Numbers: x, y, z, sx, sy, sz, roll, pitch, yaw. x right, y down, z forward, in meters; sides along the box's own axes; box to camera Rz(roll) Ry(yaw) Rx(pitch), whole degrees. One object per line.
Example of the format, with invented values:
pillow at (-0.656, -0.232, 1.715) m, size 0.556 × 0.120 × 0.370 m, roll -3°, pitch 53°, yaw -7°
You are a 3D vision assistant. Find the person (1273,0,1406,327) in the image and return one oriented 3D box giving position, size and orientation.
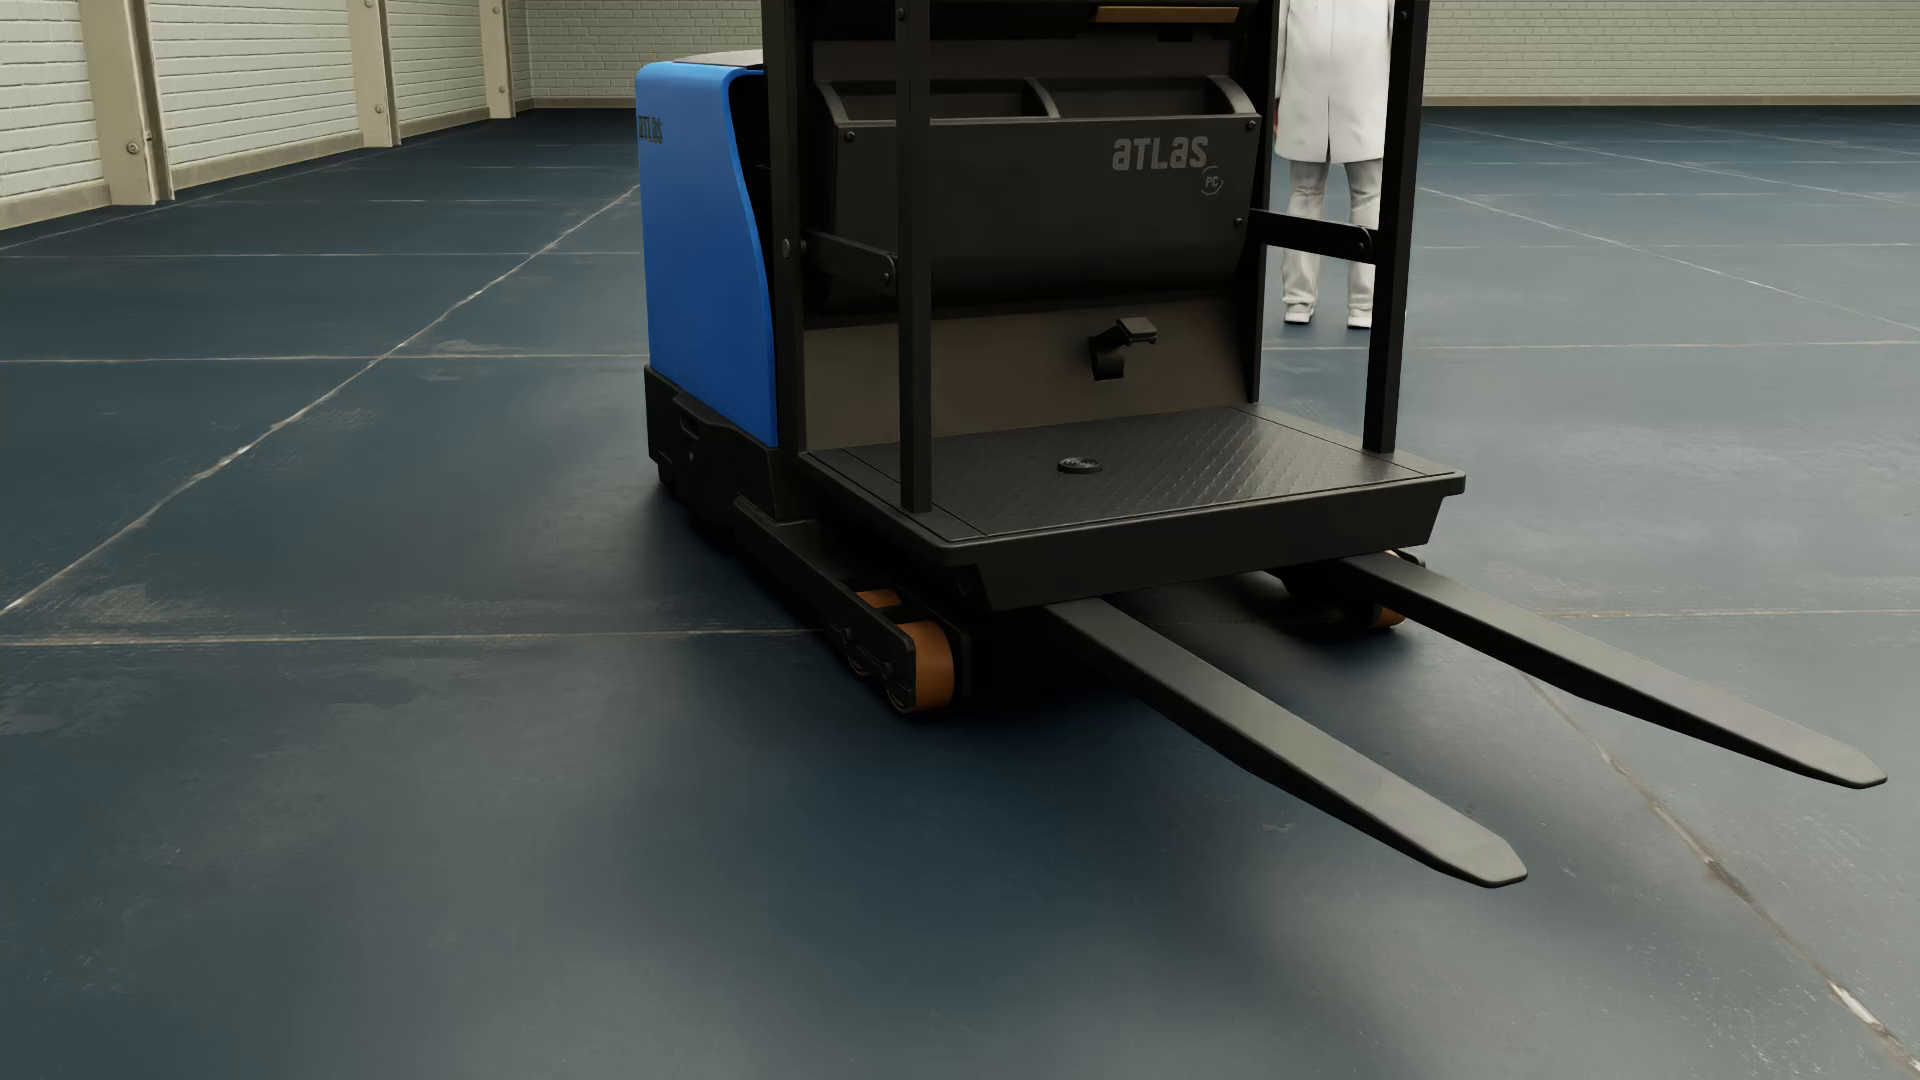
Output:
person at (1.507, -1.758, 6.633) m, size 0.653 × 1.774 × 0.431 m, roll 8°, pitch 19°, yaw 23°

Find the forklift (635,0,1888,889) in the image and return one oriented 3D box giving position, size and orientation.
forklift at (0.258, -1.240, 2.962) m, size 1.130 × 2.935 × 3.031 m, roll -8°, pitch 19°, yaw -24°
